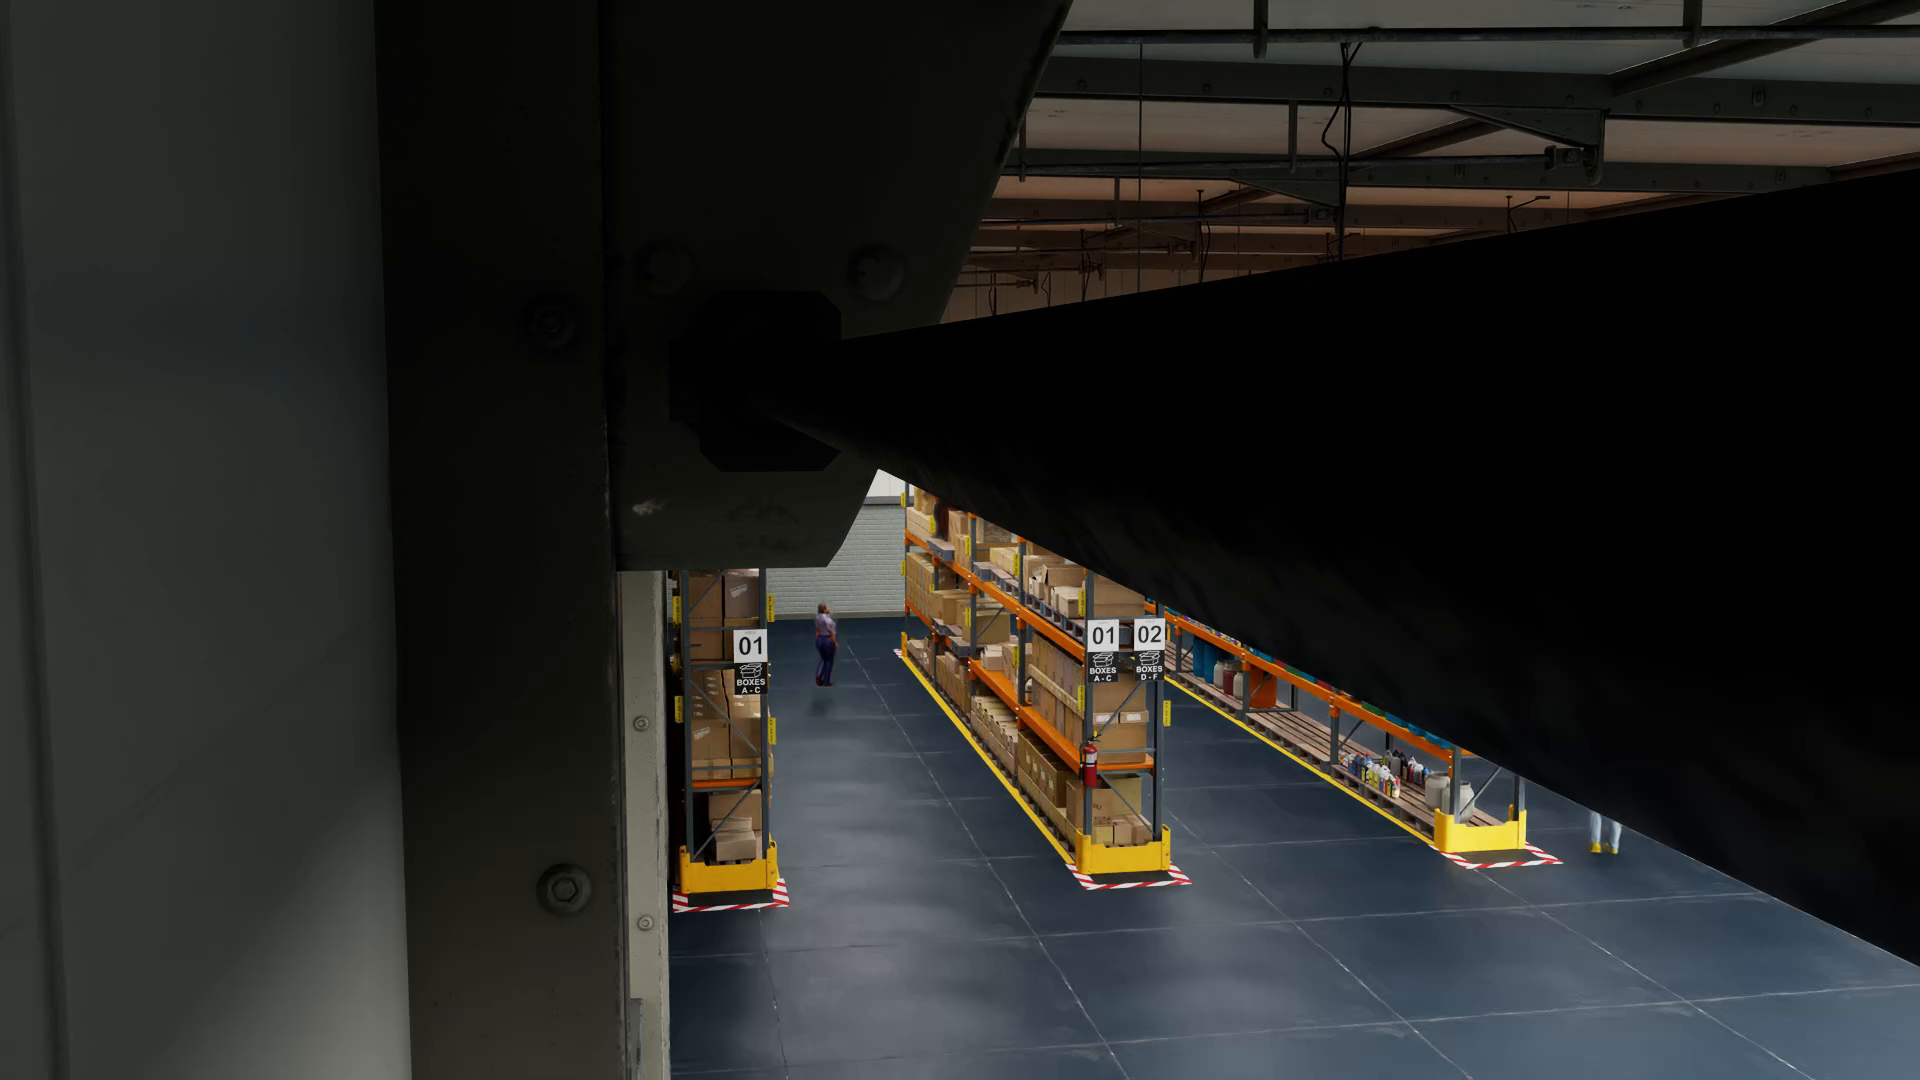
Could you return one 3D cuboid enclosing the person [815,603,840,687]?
[{"bbox_3d":[-2.561,2.022,32.158,0.509,1.650,0.429,4,7,34],"label":"person"}]

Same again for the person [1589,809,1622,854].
[{"bbox_3d":[8.478,3.226,21.670,0.590,1.762,0.515,1,6,10],"label":"person"}]
